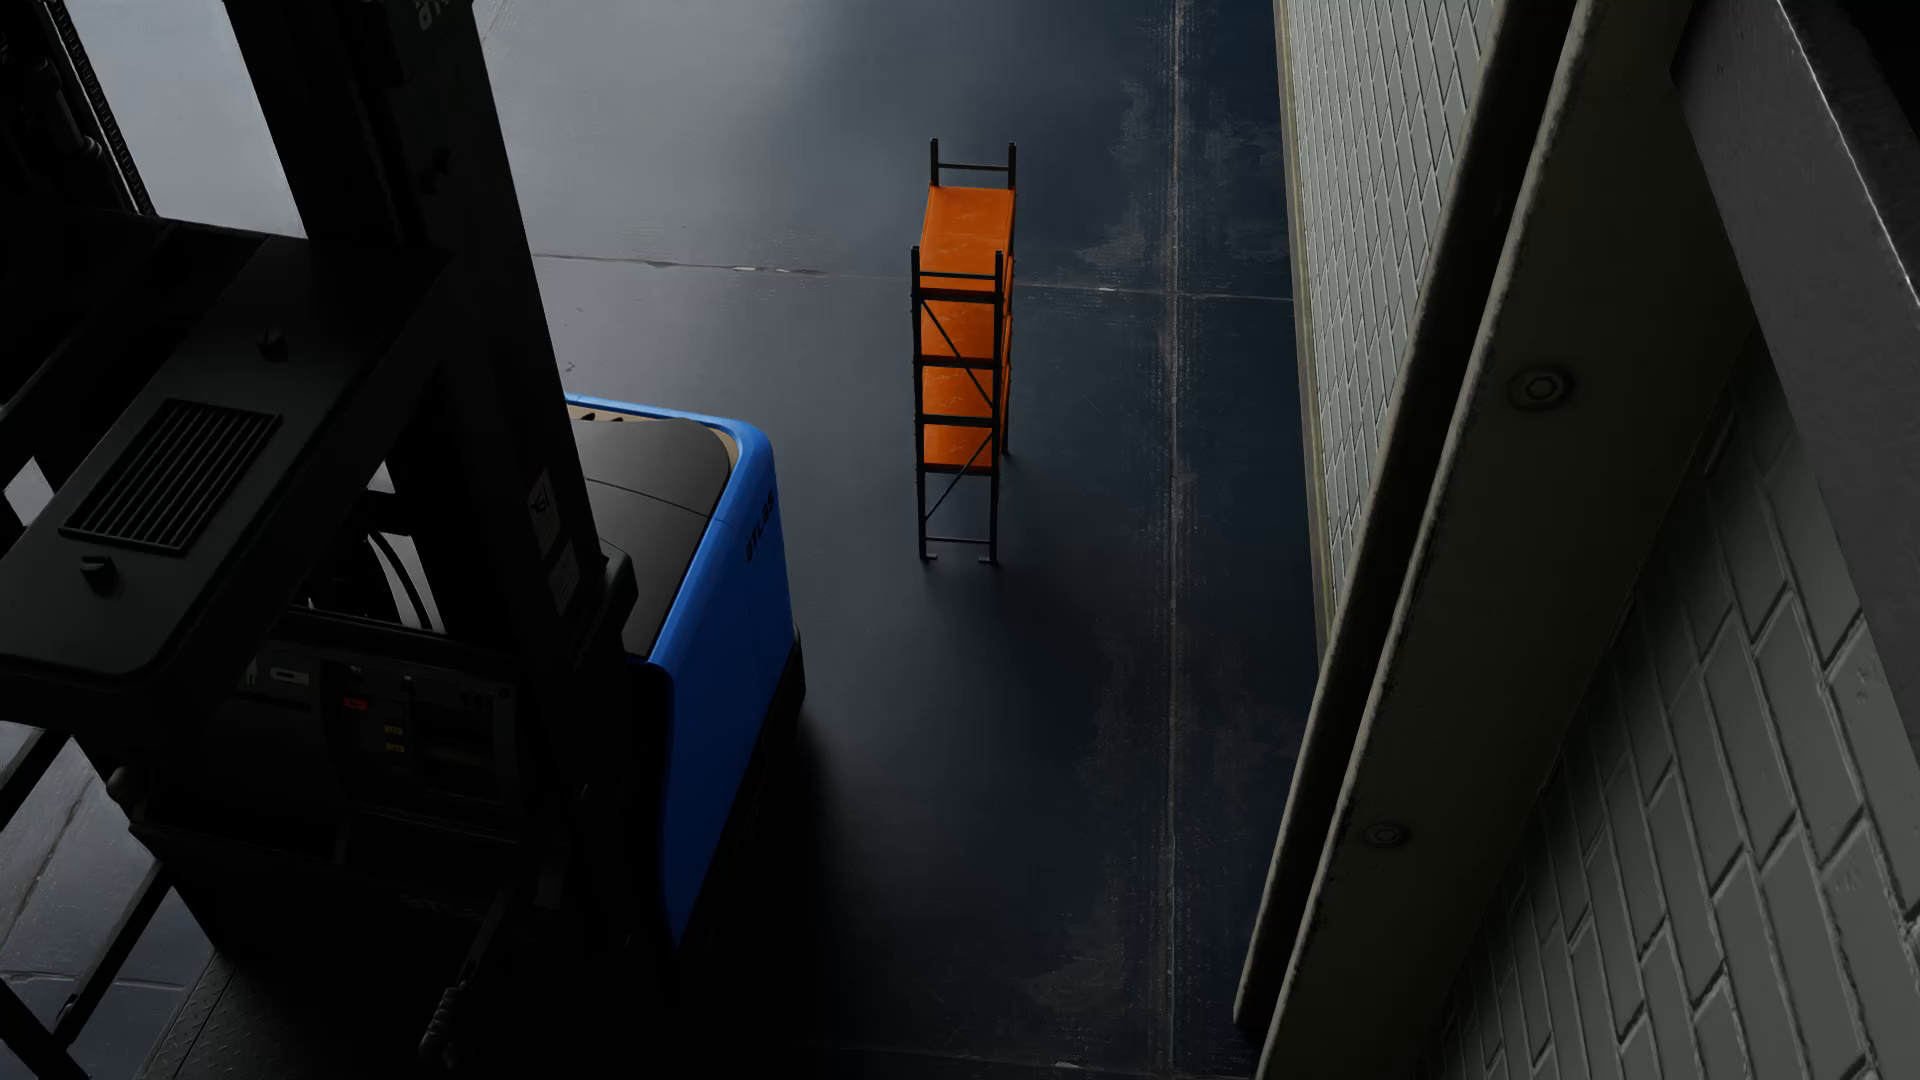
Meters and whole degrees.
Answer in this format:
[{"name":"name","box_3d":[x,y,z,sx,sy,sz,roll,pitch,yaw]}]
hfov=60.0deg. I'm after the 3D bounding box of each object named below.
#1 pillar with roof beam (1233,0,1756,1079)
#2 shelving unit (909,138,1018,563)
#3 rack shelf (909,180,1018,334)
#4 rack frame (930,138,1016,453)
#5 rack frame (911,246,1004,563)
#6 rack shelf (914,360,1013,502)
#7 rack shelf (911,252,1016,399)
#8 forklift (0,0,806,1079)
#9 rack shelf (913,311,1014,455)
[{"name":"pillar with roof beam","box_3d":[-3.463,-2.003,0.984,9.100,9.000,0.400,4,48,4]},{"name":"shelving unit","box_3d":[0.015,-0.527,4.919,0.258,1.200,0.503,4,48,4]},{"name":"rack shelf","box_3d":[0.015,-0.792,4.629,0.258,0.148,0.480,4,48,4]},{"name":"rack frame","box_3d":[0.037,-0.706,5.083,0.240,1.200,0.015,4,48,4]},{"name":"rack frame","box_3d":[-0.007,-0.347,4.755,0.240,1.200,0.015,4,48,4]},{"name":"rack shelf","box_3d":[0.015,-0.347,5.115,0.258,0.148,0.480,4,48,4]},{"name":"rack shelf","box_3d":[0.015,-0.632,4.803,0.258,0.148,0.480,4,48,4]},{"name":"forklift","box_3d":[-1.269,0.435,2.866,1.130,2.935,3.031,10,48,9]},{"name":"rack shelf","box_3d":[0.015,-0.481,4.968,0.258,0.148,0.480,4,48,4]}]
